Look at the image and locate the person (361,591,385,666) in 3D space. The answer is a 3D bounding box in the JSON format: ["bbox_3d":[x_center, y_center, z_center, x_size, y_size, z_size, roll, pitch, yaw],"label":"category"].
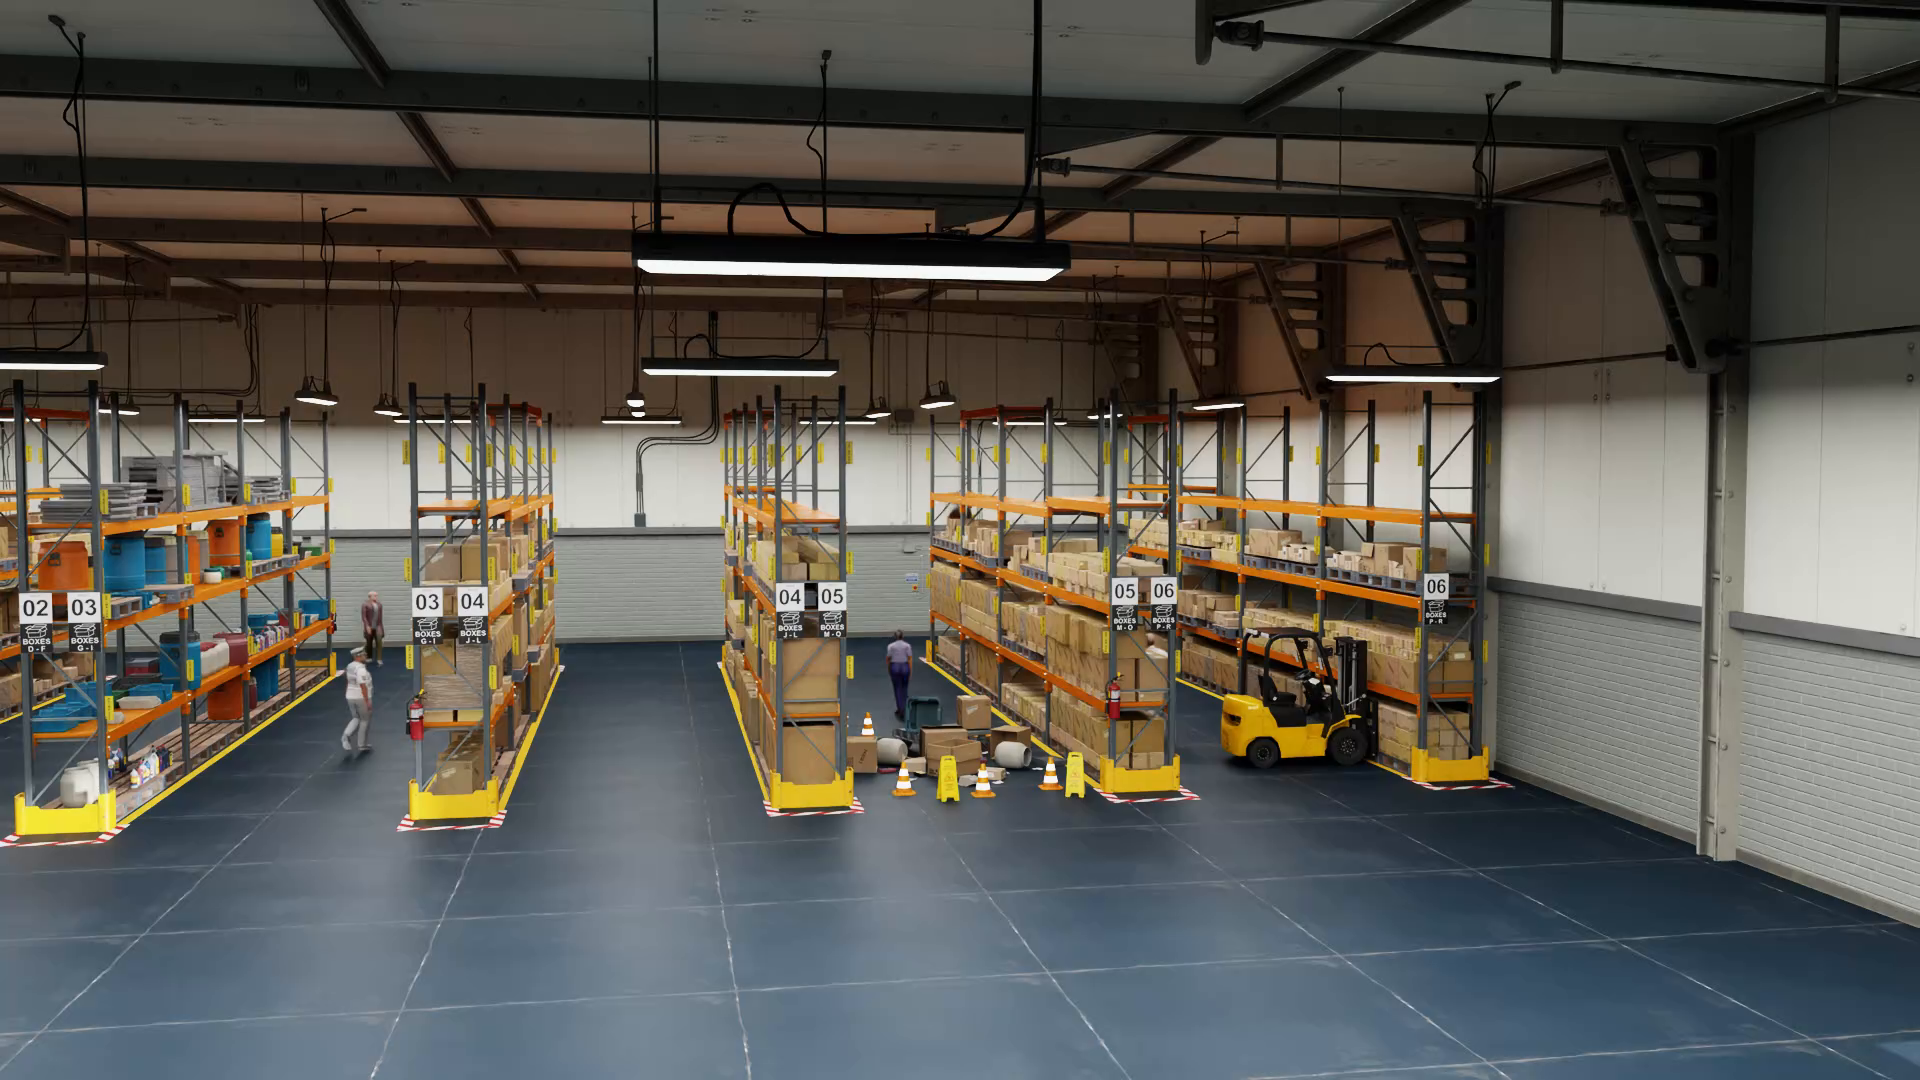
[{"bbox_3d":[-13.999,2.096,39.648,0.525,1.742,1.006,-1,3,-20],"label":"person"}]

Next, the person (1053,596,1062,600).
[{"bbox_3d":[2.150,2.032,37.995,0.608,1.802,0.542,-1,3,-21],"label":"person"}]

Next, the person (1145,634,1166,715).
[{"bbox_3d":[3.417,2.600,29.939,0.600,1.828,0.651,-1,3,-14],"label":"person"}]

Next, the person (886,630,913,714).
[{"bbox_3d":[-1.189,2.553,32.107,0.469,1.661,0.744,-1,3,-18],"label":"person"}]

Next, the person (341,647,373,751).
[{"bbox_3d":[-10.182,2.679,28.108,0.535,1.762,0.545,1,3,25],"label":"person"}]
